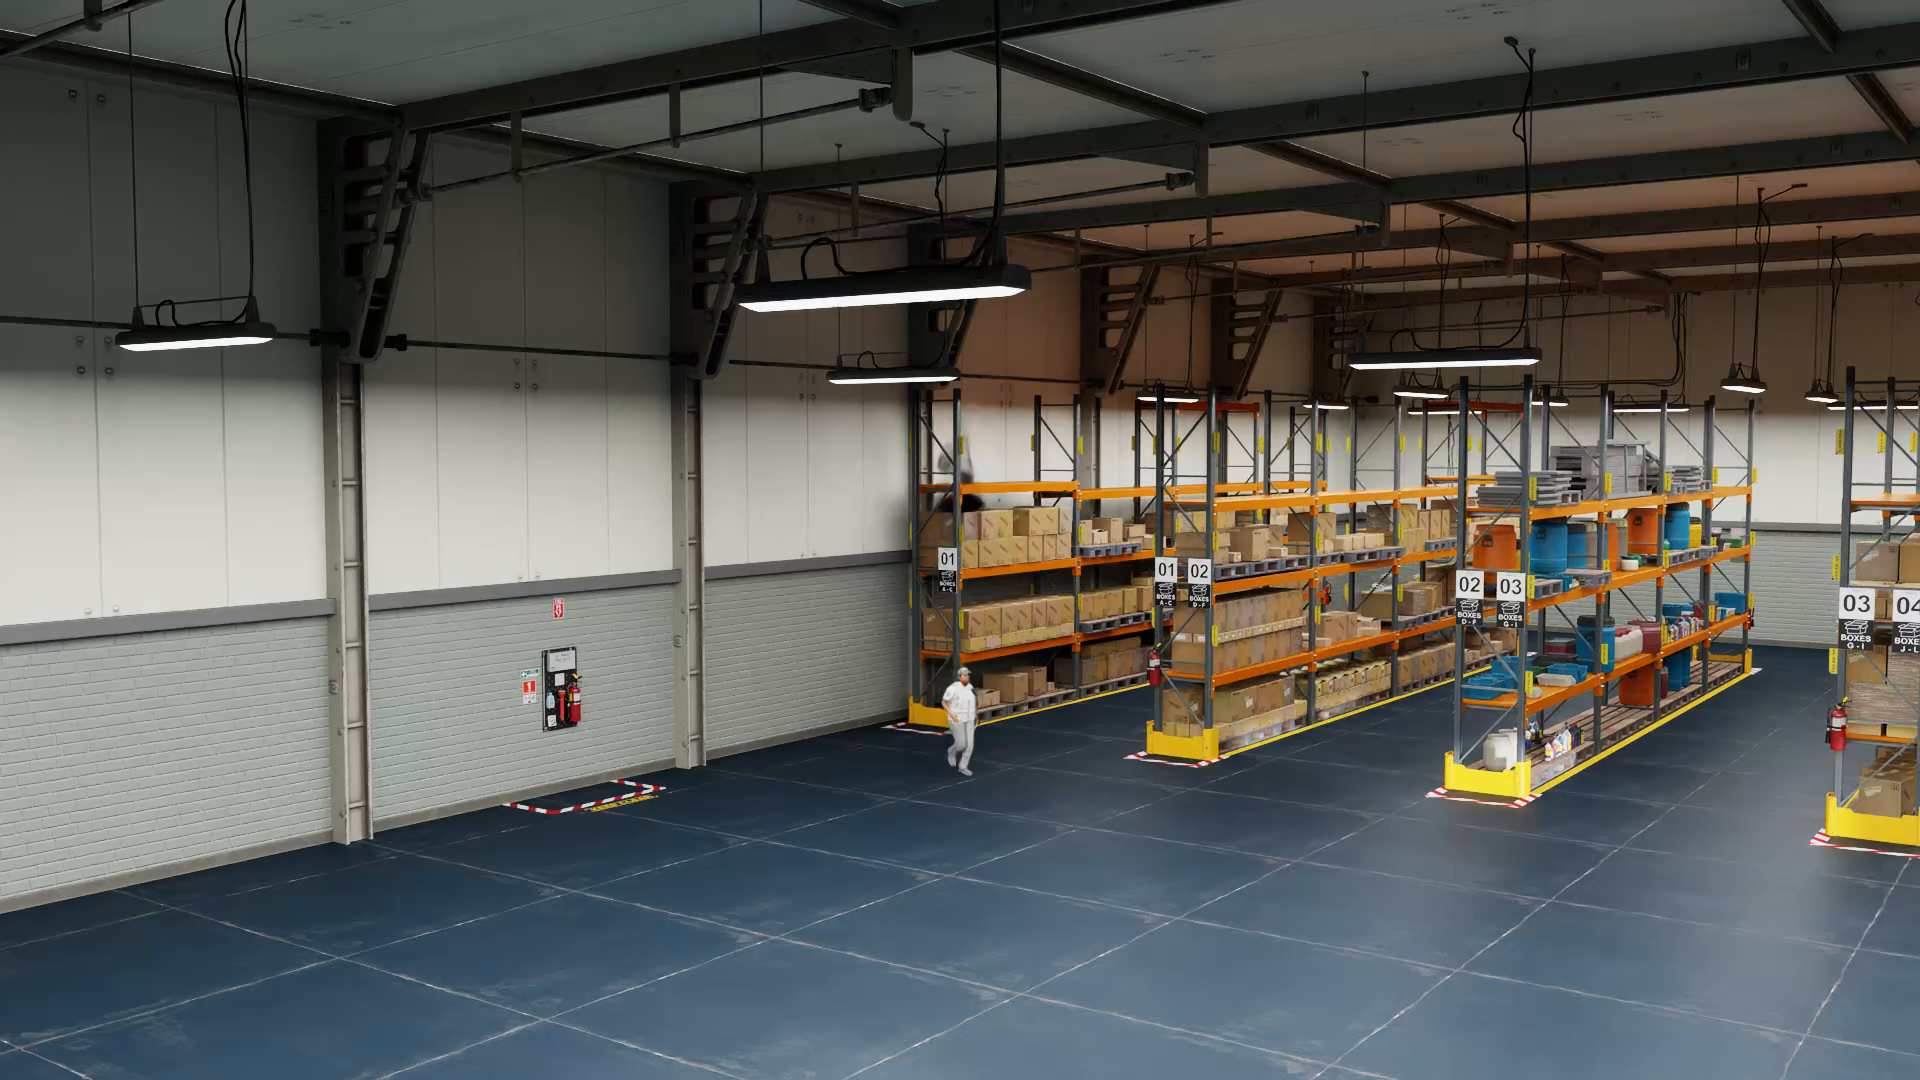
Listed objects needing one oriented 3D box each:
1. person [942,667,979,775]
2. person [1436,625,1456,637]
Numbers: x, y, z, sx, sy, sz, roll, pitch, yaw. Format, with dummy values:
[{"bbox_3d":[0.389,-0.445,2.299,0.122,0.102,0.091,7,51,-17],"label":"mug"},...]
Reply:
[{"bbox_3d":[0.015,2.754,25.348,0.603,1.639,0.535,-2,4,-34],"label":"person"},{"bbox_3d":[12.165,1.767,41.400,0.726,1.794,0.673,3,4,38],"label":"person"}]
